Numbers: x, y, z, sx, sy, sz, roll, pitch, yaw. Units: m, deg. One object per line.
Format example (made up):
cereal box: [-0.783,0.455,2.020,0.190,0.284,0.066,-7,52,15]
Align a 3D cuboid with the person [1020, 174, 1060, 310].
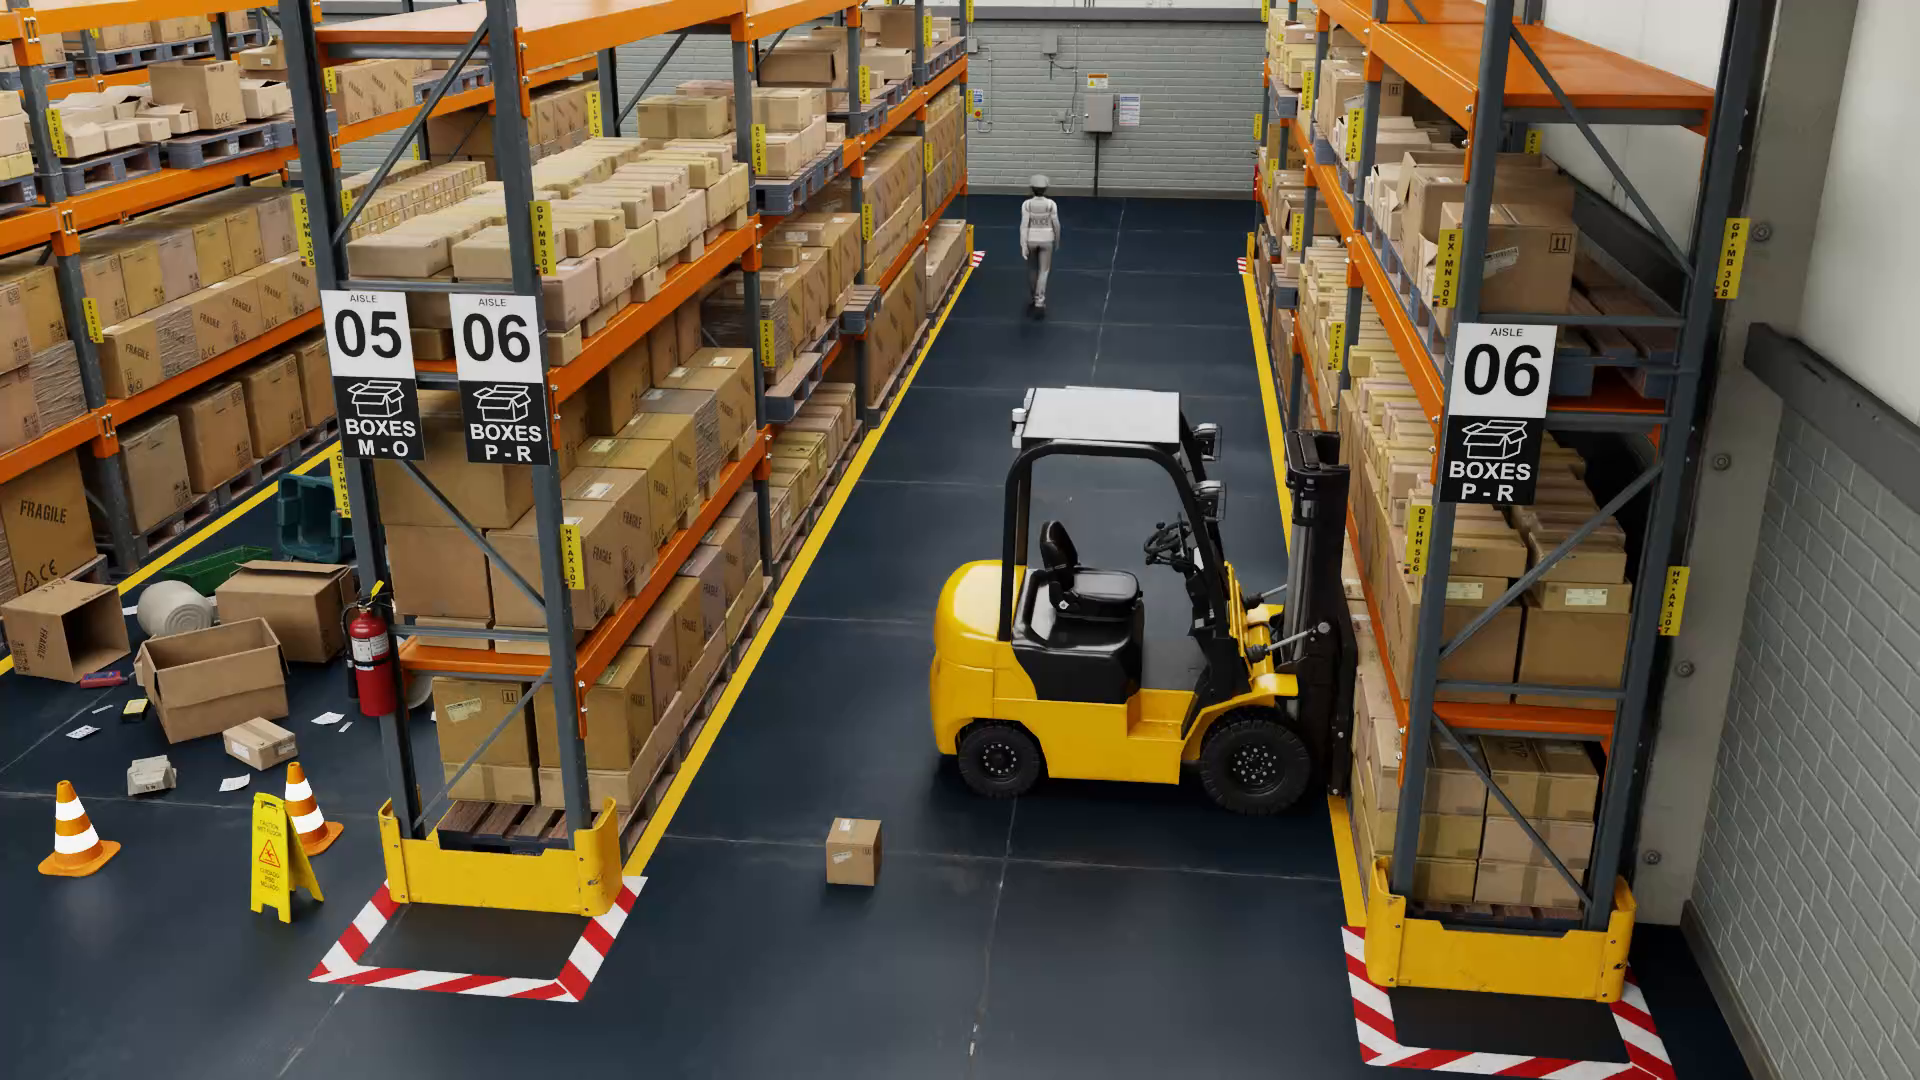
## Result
person: [0.985,-3.665,20.429,0.487,1.642,0.987,3,22,8]
